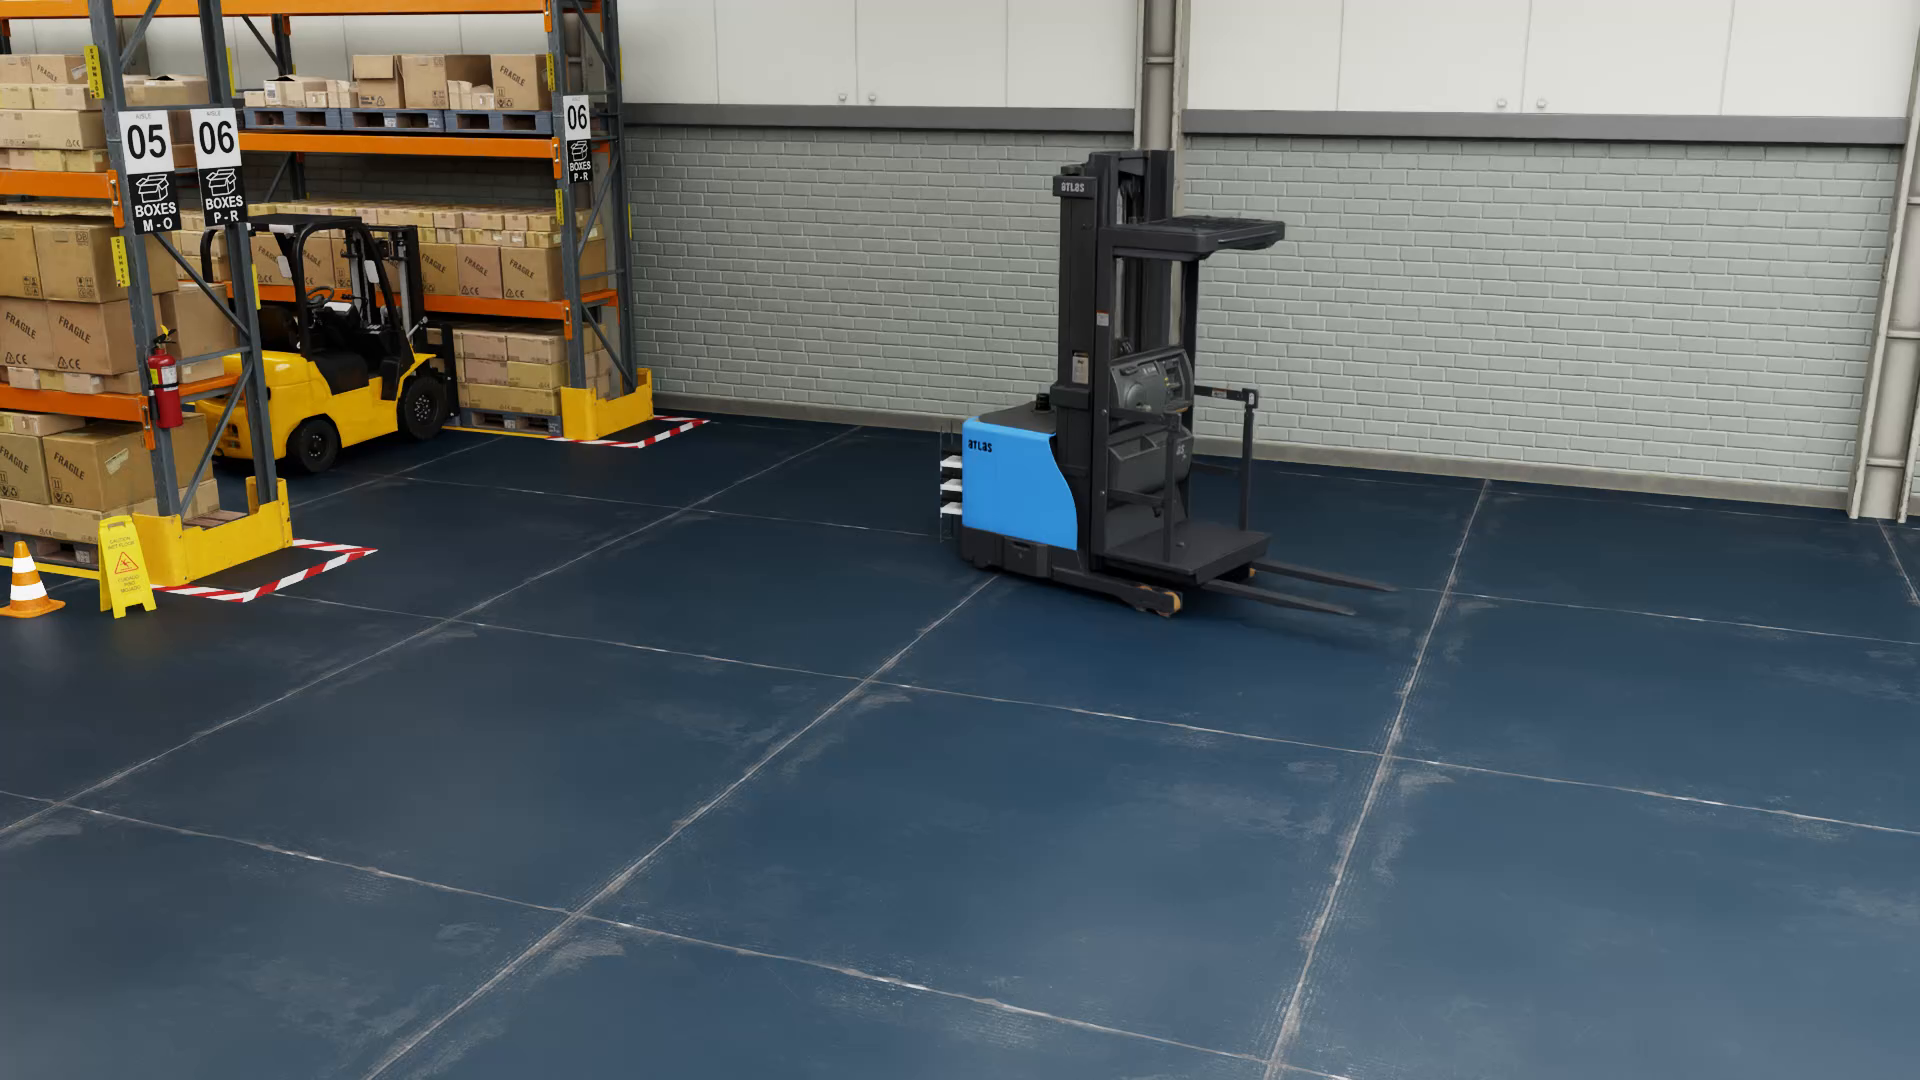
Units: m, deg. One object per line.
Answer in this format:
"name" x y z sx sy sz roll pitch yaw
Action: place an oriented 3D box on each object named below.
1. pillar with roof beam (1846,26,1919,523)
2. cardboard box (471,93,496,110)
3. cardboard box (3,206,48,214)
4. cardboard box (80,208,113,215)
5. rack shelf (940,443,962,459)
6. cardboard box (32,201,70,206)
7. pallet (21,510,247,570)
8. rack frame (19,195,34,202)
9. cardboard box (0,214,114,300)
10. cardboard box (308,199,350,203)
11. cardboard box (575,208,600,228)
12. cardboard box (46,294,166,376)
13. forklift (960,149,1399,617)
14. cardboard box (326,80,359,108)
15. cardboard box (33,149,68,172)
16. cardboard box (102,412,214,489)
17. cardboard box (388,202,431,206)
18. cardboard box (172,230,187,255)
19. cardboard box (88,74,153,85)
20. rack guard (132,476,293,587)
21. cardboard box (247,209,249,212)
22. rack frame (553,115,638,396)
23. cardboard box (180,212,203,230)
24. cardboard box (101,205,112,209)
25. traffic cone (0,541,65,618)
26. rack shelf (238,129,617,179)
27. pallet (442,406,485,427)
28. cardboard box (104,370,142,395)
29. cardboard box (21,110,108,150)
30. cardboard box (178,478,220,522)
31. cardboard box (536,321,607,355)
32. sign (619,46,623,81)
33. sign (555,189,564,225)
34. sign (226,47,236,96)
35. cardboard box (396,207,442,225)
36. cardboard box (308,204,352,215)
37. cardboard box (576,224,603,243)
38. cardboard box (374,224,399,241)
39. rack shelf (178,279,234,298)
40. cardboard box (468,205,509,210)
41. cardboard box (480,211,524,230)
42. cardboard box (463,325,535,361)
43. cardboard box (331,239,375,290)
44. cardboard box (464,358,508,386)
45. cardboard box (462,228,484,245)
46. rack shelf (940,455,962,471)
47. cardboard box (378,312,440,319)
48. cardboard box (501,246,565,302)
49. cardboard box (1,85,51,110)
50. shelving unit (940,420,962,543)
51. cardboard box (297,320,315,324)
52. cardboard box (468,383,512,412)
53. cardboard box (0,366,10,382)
"pillar with roof beam" 5.766 -3.400 8.246 0.400 9.000 9.100 6 17 21
"cardboard box" -4.383 -4.134 15.671 0.250 0.149 0.380 6 17 19
"cardboard box" -10.257 -3.581 18.285 0.250 0.149 0.380 7 18 22
"cardboard box" -9.272 -3.497 17.995 0.250 0.149 0.380 6 17 21
"rack shelf" -0.008 -0.660 12.485 0.200 0.077 0.258 6 17 21
"cardboard box" -10.281 -3.758 18.895 0.250 0.149 0.380 7 18 22
"pallet" -6.132 -0.032 12.404 1.213 0.211 1.003 6 17 21
"rack frame" -10.942 -3.377 18.925 0.127 3.000 1.000 6 17 21
"cardboard box" -6.342 -1.991 11.646 0.500 0.500 0.700 6 17 21
"cardboard box" -6.595 -3.479 17.402 0.250 0.149 0.380 6 17 19
"cardboard box" -3.735 -3.151 16.270 0.250 0.149 0.380 6 17 20
"cardboard box" -5.924 -1.446 11.560 0.500 0.500 0.500 6 17 20
"forklift" 1.462 -1.070 11.103 3.031 2.935 1.130 13 20 37
"cardboard box" -5.952 -4.363 16.250 0.258 0.266 0.396 6 17 19
"cardboard box" -5.996 -2.572 11.222 0.250 0.149 0.380 6 17 21
"cardboard box" -5.989 -0.669 12.430 0.500 0.500 0.500 6 17 19
"cardboard box" -5.634 -3.376 17.047 0.250 0.149 0.380 6 17 20
"cardboard box" -8.253 -3.170 17.587 0.500 0.250 0.500 6 17 19
"cardboard box" -8.698 -4.704 17.346 0.500 0.311 0.500 6 17 19
"rack guard" -5.389 -0.078 12.046 0.348 0.500 1.175 6 17 21
"cardboard box" -7.700 -3.460 17.868 0.250 0.149 0.380 6 17 19
"rack frame" -3.500 -2.559 16.107 0.127 3.000 1.000 6 17 21
"cardboard box" -8.076 -3.365 17.542 0.250 0.149 0.380 6 17 21
"cardboard box" -9.331 -3.658 18.550 0.250 0.149 0.380 6 17 20
"traffic cone" -6.192 0.238 11.024 0.334 0.463 0.336 6 17 21
"rack shelf" -5.361 -3.858 16.493 4.000 0.370 1.077 6 17 21
"pallet" -5.358 -1.412 17.159 1.213 0.211 1.003 6 17 21
"cardboard box" -5.745 -1.133 11.646 0.250 0.149 0.380 7 18 22
"cardboard box" -5.893 -2.765 11.172 0.500 0.250 0.500 6 17 20
"cardboard box" -5.967 -0.306 12.527 0.500 0.250 0.500 6 17 20
"cardboard box" -3.878 -2.018 16.630 0.500 0.250 0.500 6 17 20
"sign" -3.291 -4.600 16.049 0.005 0.325 0.100 6 17 21
"sign" -3.712 -3.089 15.432 0.005 0.325 0.100 6 17 21
"sign" -5.119 -3.272 11.616 0.005 0.325 0.100 6 17 21
"cardboard box" -5.340 -3.198 16.434 0.250 0.149 0.380 7 17 21
"cardboard box" -6.315 -3.280 16.717 0.250 0.149 0.380 7 17 22
"cardboard box" -3.721 -3.020 16.353 0.250 0.149 0.380 6 17 19
"cardboard box" -5.590 -3.063 16.502 0.250 0.149 0.380 6 17 19
"rack shelf" -9.082 -2.827 18.321 4.000 0.370 1.077 6 17 21
"cardboard box" -4.695 -3.259 16.644 0.250 0.149 0.380 7 18 22
"cardboard box" -4.405 -3.080 16.026 0.250 0.149 0.380 7 17 22
"cardboard box" -4.520 -1.937 16.350 0.500 0.250 0.500 7 17 22
"cardboard box" -5.942 -2.802 16.766 0.500 0.500 0.500 6 17 20
"cardboard box" -4.531 -1.703 16.440 0.500 0.250 0.500 6 17 20
"cardboard box" -4.620 -2.970 16.181 0.250 0.149 0.380 6 17 20
"rack shelf" -0.008 -0.574 12.510 0.200 0.077 0.258 6 17 21
"cardboard box" -5.750 -2.226 17.345 0.500 0.250 0.500 6 17 21
"cardboard box" -4.055 -2.589 16.031 0.500 0.500 0.500 6 17 19
"cardboard box" -6.211 -2.989 11.231 0.250 0.149 0.380 6 17 20
"shelving unit" -0.008 -0.433 12.551 0.210 0.900 0.258 6 17 21
"cardboard box" -6.415 -2.143 17.061 0.500 0.250 0.500 6 17 21
"cardboard box" -4.513 -1.459 16.498 0.500 0.250 0.500 6 17 21
"cardboard box" -6.689 -1.243 12.026 0.250 0.149 0.380 7 17 21
